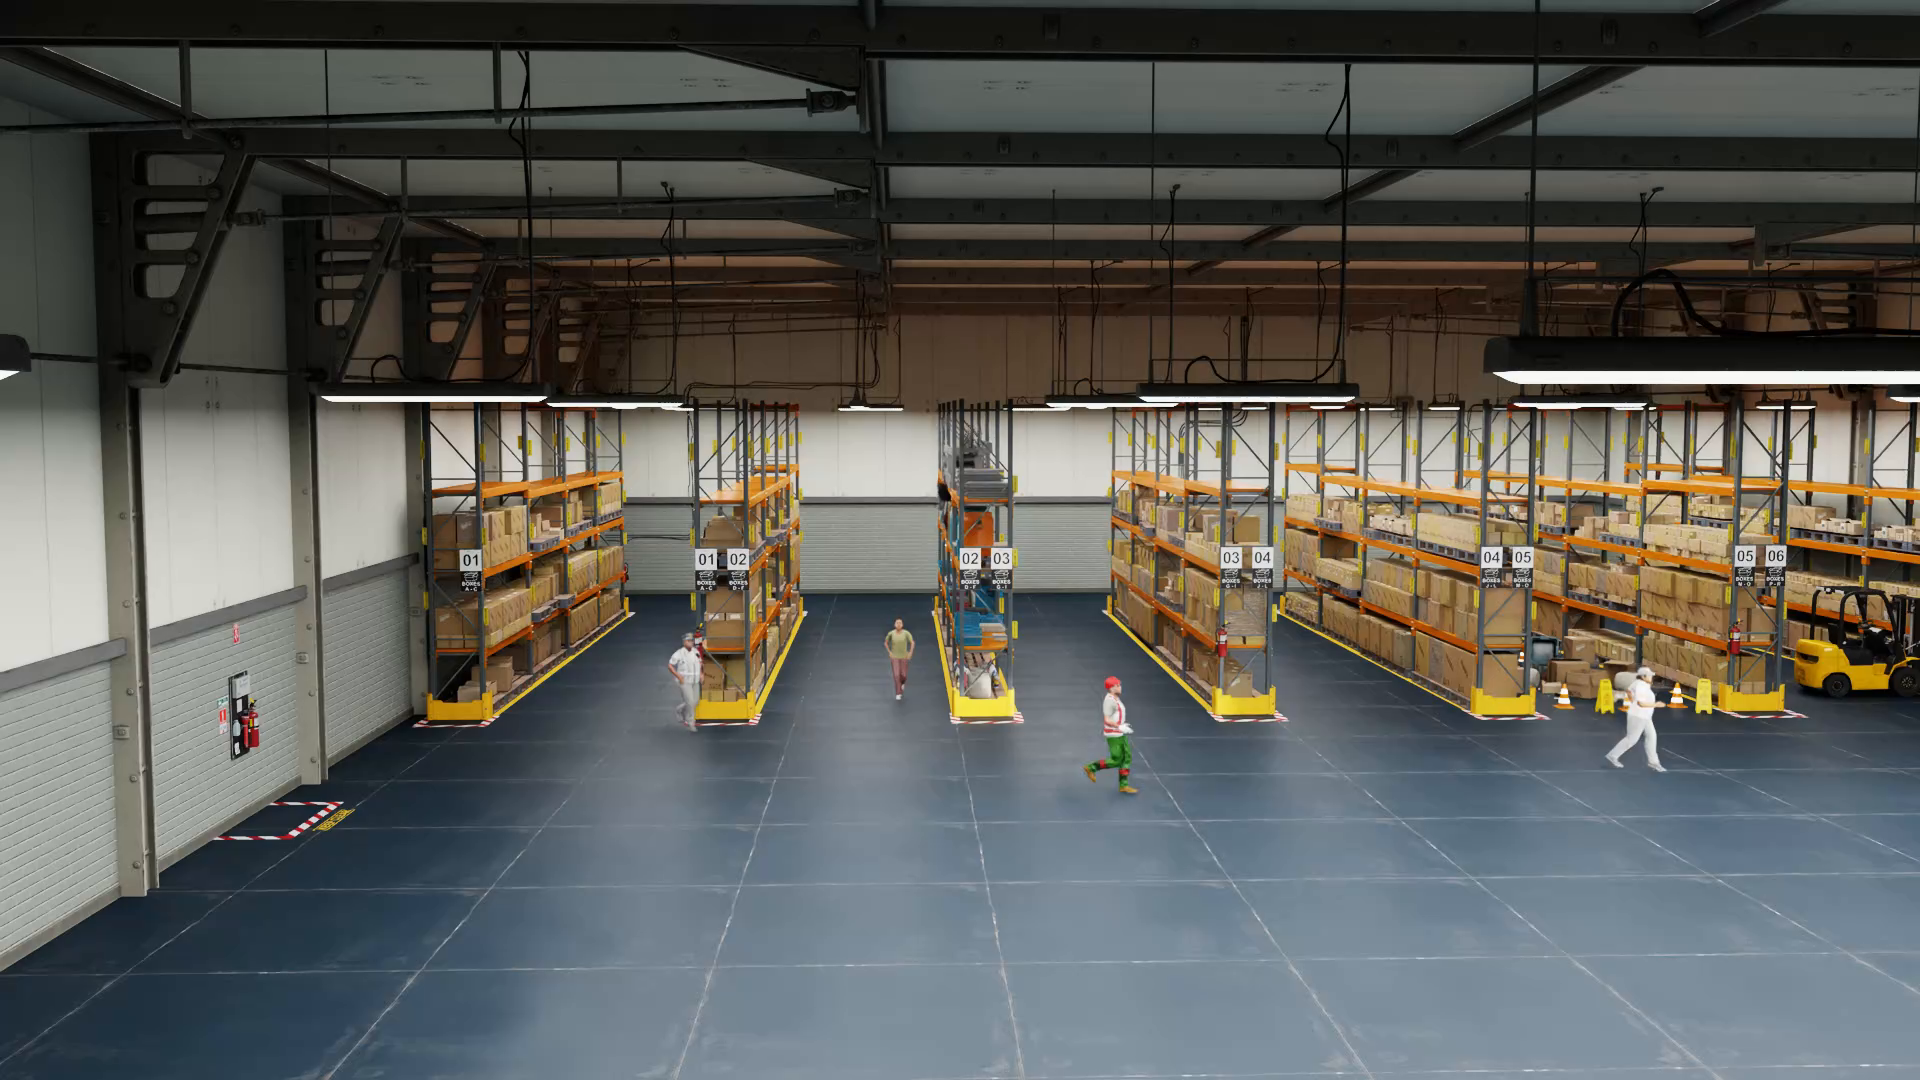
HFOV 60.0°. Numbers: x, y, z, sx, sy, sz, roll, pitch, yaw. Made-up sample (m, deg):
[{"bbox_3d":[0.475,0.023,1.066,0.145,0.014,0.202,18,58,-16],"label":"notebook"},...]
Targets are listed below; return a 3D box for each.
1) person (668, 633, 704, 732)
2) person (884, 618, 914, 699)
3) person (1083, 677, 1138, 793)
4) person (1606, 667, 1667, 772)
[{"bbox_3d":[-4.969,2.567,30.245,0.738,1.774,0.701,4,6,42],"label":"person"},{"bbox_3d":[-1.226,2.366,33.564,0.605,1.633,0.642,0,4,-4],"label":"person"},{"bbox_3d":[2.295,2.938,25.128,0.831,1.759,0.666,1,4,15],"label":"person"},{"bbox_3d":[10.853,2.865,26.638,0.901,1.684,0.568,2,5,29],"label":"person"}]
